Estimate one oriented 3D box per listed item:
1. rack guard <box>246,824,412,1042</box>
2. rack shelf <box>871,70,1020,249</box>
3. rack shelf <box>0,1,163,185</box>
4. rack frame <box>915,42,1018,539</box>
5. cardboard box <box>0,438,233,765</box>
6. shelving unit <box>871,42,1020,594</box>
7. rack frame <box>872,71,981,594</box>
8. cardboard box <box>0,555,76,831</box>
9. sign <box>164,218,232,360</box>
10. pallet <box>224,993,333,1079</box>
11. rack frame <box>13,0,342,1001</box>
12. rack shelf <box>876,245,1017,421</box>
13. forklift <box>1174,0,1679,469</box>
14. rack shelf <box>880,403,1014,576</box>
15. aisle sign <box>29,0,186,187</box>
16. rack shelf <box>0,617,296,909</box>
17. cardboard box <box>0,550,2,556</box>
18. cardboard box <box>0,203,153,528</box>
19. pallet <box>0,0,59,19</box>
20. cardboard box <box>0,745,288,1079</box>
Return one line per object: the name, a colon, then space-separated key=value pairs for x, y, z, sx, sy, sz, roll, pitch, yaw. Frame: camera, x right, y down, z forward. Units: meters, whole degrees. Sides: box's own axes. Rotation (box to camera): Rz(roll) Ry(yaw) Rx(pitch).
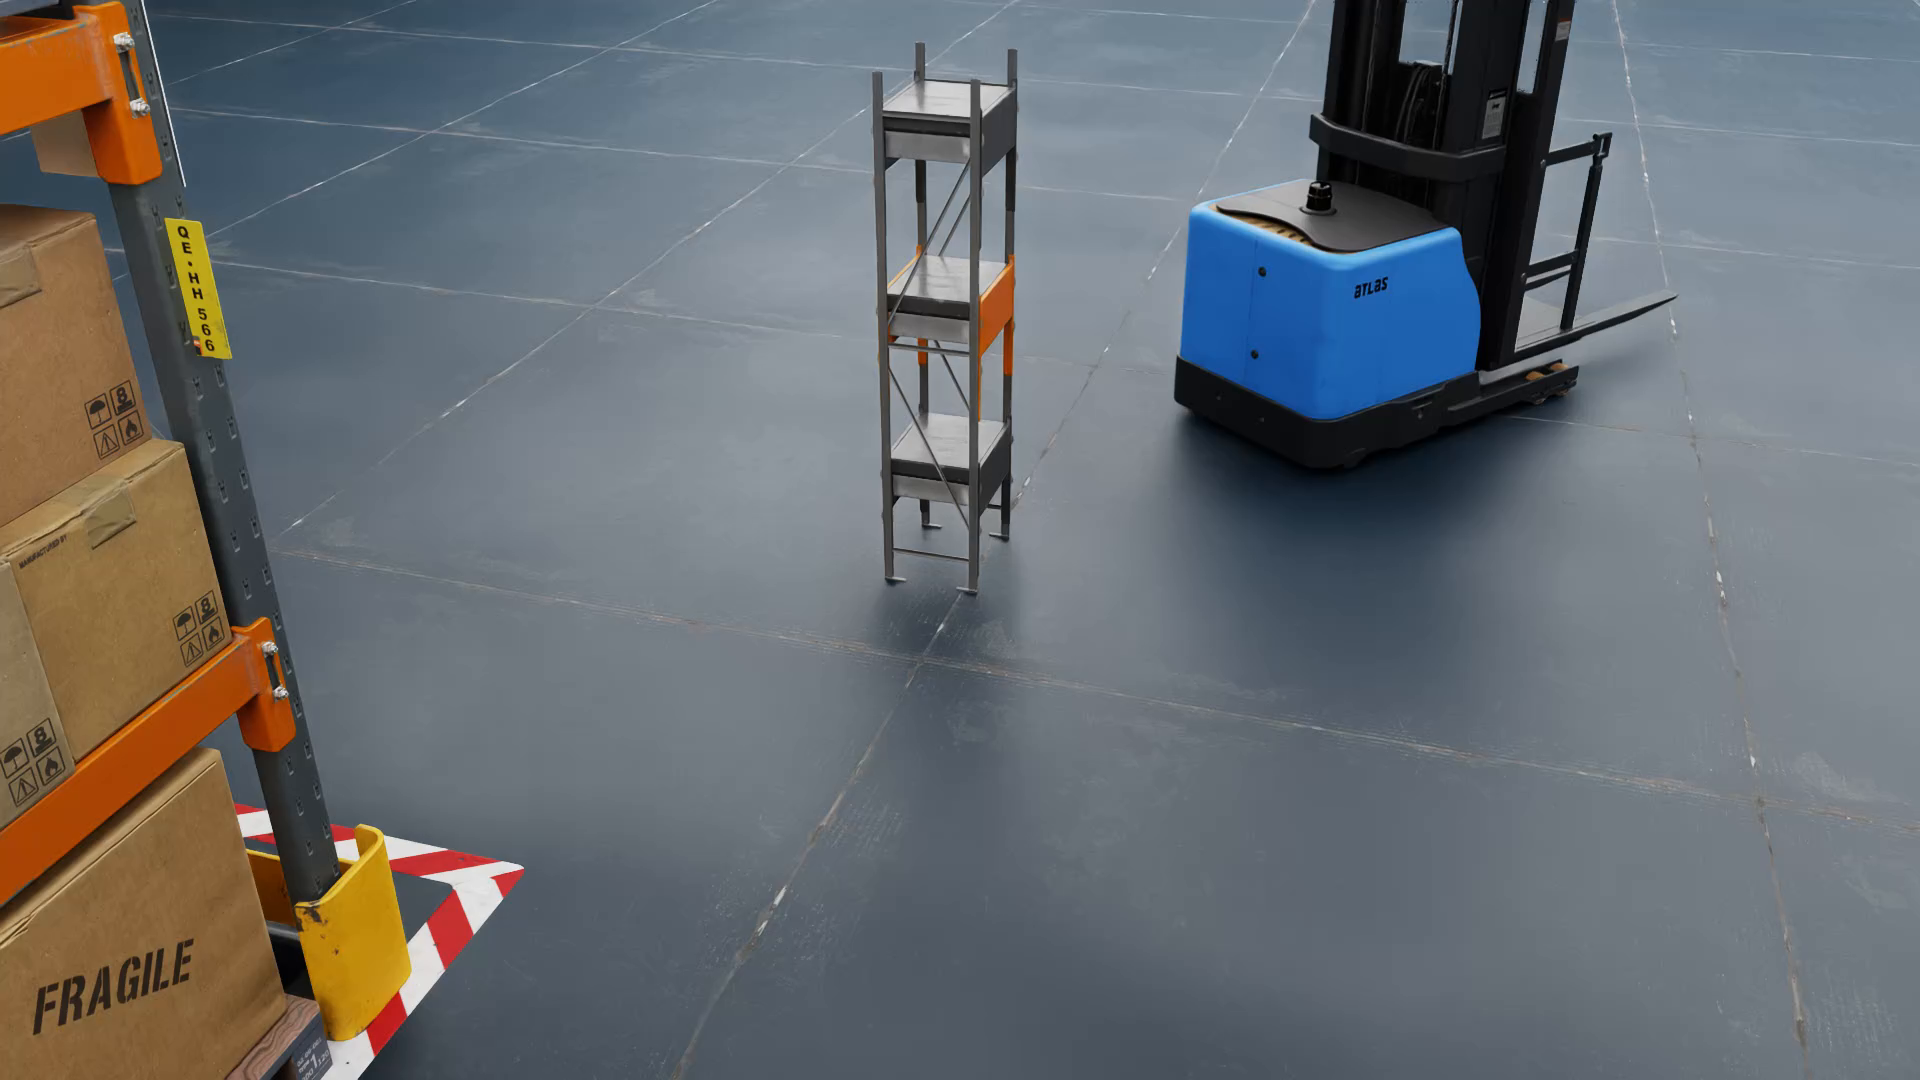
rack guard: x=-2.223 y=1.044 z=4.858 sx=1.175 sy=0.500 sz=0.348 roll=8 pitch=30 yaw=15
rack shelf: x=-0.049 y=-1.440 z=6.268 sx=0.431 sy=0.518 sz=0.480 roll=8 pitch=30 yaw=15
rack shelf: x=-2.817 y=-0.104 z=2.006 sx=1.077 sy=0.370 sz=4.000 roll=8 pitch=30 yaw=15
rack frame: x=0.023 y=-0.954 z=6.805 sx=0.400 sy=2.100 sz=0.015 roll=8 pitch=30 yaw=15
cardboard box: x=-2.295 y=0.077 z=3.873 sx=0.875 sy=0.550 sz=0.550 roll=8 pitch=30 yaw=15
shelving unit: x=-0.049 y=-0.841 z=6.601 sx=0.431 sy=2.100 sz=0.503 roll=8 pitch=30 yaw=15
rack frame: x=-0.120 y=-0.727 z=6.397 sx=0.400 sy=2.100 sz=0.015 roll=8 pitch=30 yaw=15
cardboard box: x=-2.436 y=0.335 z=3.407 sx=0.875 sy=0.550 sz=0.550 roll=8 pitch=30 yaw=15
sign: x=-1.715 y=-0.562 z=3.741 sx=0.100 sy=0.325 sz=0.005 roll=8 pitch=30 yaw=15
pallet: x=-2.390 y=1.565 z=4.221 sx=1.003 sy=0.211 sz=1.213 roll=8 pitch=30 yaw=15
rack frame: x=-2.230 y=-0.037 z=4.231 sx=1.000 sy=3.000 sz=0.127 roll=8 pitch=30 yaw=15
rack shelf: x=-0.049 y=-0.829 z=6.608 sx=0.431 sy=0.518 sz=0.480 roll=8 pitch=30 yaw=15
forklift: x=2.574 y=-2.161 z=8.120 sx=3.031 sy=2.935 sz=1.130 roll=-19 pitch=34 yaw=-30
rack shelf: x=-0.049 y=-0.217 z=6.948 sx=0.431 sy=0.518 sz=0.480 roll=8 pitch=30 yaw=15
aisle sign: x=-1.922 y=-1.163 z=3.581 sx=0.394 sy=0.787 sz=0.004 roll=8 pitch=30 yaw=15
rack shelf: x=-2.817 y=1.207 z=2.735 sx=1.077 sy=0.370 sz=4.000 roll=8 pitch=30 yaw=15
cardboard box: x=-2.449 y=-0.139 z=3.148 sx=0.875 sy=0.550 sz=0.550 roll=8 pitch=30 yaw=15
cardboard box: x=-2.376 y=-0.407 z=3.632 sx=0.875 sy=0.550 sz=0.550 roll=8 pitch=30 yaw=15
pallet: x=-2.438 y=-0.963 z=2.901 sx=1.003 sy=0.211 sz=1.213 roll=8 pitch=30 yaw=15
cardboard box: x=-2.366 y=1.033 z=4.062 sx=0.875 sy=0.875 sz=0.875 roll=9 pitch=30 yaw=15
